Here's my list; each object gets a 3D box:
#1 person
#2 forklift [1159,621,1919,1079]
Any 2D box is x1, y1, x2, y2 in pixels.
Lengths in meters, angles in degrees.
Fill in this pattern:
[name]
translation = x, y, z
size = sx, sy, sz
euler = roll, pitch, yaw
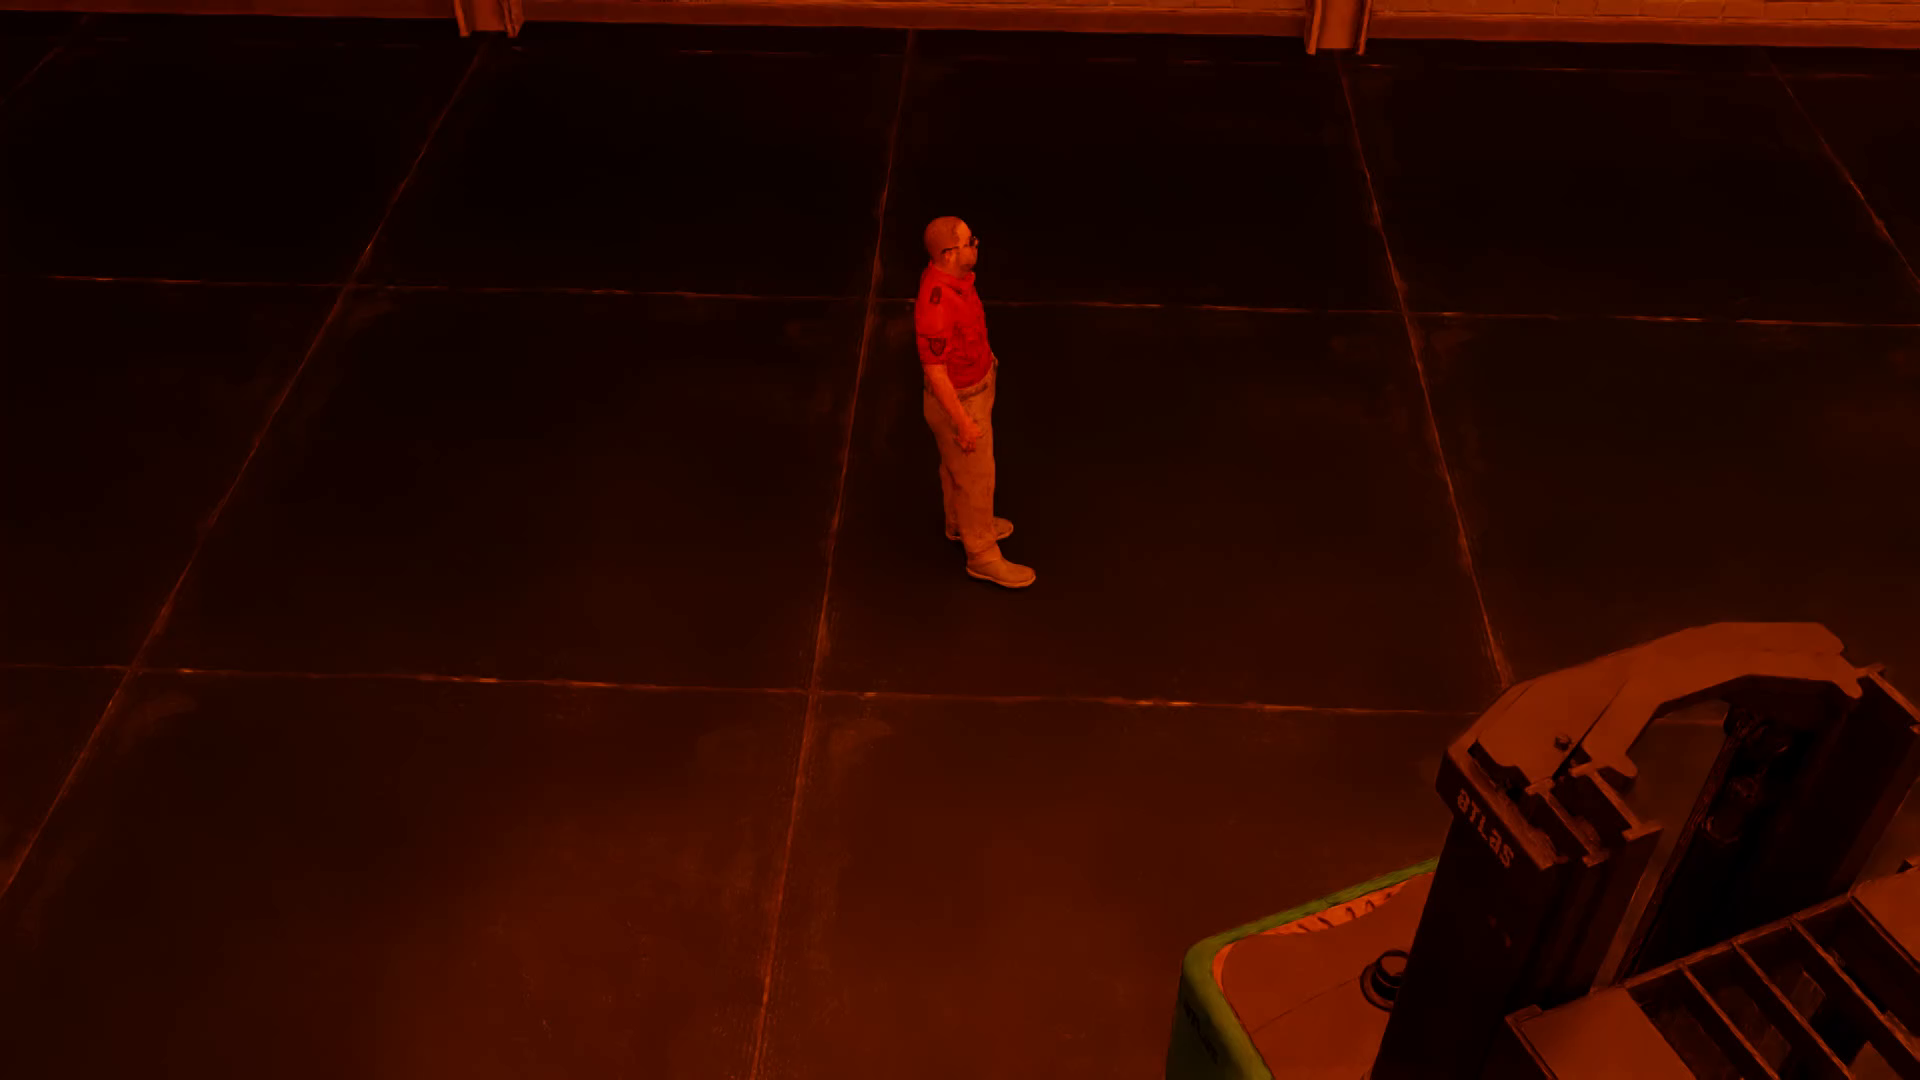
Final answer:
[person]
translation = 0.089, -0.633, 7.317
size = 0.550, 1.726, 0.640
euler = 2, 42, 2
[forklift]
translation = 1.668, 1.735, 3.842
size = 1.130, 2.935, 3.031
euler = -15, 45, -16
